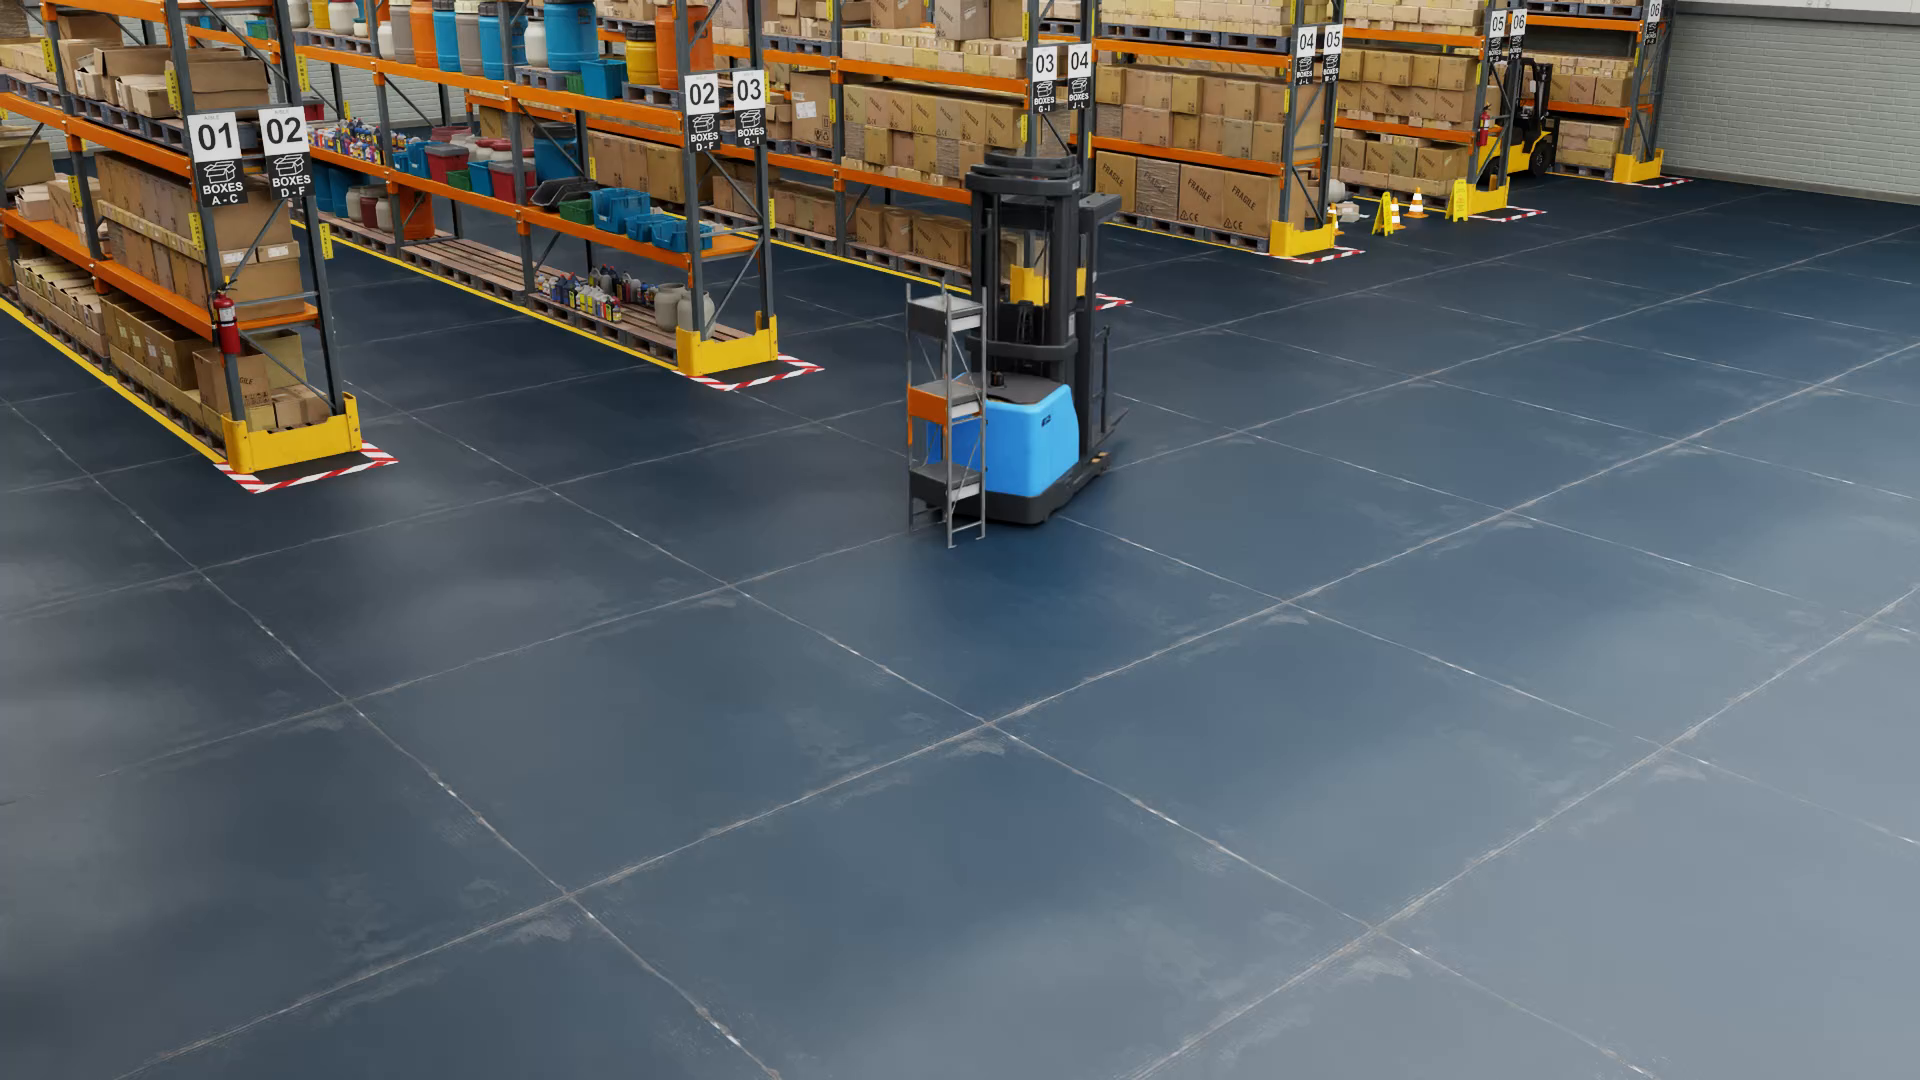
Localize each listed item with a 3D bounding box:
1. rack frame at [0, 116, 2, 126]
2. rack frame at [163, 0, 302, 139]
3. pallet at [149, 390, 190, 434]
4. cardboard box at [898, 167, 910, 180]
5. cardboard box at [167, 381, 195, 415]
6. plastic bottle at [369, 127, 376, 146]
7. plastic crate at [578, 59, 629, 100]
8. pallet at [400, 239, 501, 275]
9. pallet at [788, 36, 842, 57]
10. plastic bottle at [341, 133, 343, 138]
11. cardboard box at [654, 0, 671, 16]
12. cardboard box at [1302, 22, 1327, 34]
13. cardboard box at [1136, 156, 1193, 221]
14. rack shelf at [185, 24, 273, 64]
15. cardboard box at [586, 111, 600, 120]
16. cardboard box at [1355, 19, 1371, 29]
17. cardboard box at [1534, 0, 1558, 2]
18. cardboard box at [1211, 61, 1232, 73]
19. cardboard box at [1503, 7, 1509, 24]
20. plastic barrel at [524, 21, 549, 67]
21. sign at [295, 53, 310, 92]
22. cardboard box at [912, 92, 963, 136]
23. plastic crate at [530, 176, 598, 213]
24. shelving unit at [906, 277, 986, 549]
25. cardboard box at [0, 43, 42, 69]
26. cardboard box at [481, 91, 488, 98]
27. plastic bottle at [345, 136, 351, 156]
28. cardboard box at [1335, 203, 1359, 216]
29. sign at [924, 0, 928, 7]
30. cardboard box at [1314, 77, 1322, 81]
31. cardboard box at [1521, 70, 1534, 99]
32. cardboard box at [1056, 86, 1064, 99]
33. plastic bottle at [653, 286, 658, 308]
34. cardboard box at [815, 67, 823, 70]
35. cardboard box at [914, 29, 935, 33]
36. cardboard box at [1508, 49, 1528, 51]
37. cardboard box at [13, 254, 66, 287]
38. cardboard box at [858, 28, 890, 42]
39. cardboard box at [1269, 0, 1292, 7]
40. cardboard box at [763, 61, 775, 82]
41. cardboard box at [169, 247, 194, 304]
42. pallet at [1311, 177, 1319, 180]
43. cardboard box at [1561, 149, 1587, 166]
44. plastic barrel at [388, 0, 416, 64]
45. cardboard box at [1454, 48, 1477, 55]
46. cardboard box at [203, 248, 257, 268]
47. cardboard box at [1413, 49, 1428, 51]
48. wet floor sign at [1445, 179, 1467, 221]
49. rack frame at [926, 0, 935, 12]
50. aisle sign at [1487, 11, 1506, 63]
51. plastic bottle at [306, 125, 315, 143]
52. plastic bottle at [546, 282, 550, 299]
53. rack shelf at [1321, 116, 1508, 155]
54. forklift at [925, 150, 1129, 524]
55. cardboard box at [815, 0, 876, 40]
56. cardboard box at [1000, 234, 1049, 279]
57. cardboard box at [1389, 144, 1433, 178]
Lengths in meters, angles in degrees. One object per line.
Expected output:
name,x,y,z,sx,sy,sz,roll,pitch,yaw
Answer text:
rack frame,-14.110,-5.501,23.642,1.000,3.000,0.127,-17,27,-37
rack frame,-6.277,-4.979,14.083,1.000,3.000,0.127,-17,27,-37
pallet,-7.601,-1.426,17.060,1.003,0.211,1.213,-17,27,-37
cardboard box,-0.634,-5.061,22.862,0.380,0.149,0.250,-17,27,-37
cardboard box,-7.515,-1.452,16.498,0.500,0.250,0.500,-17,27,-37
plastic bottle,-9.046,-6.248,25.719,0.152,0.276,0.135,-17,27,-37
plastic crate,-3.995,-5.208,18.803,0.392,0.384,0.575,-17,27,-37
pallet,-7.268,-4.052,23.767,1.003,0.211,1.213,-17,27,-37
pallet,-1.704,-7.153,24.005,1.213,0.211,1.003,-17,27,-37
plastic bottle,-9.239,-5.948,24.944,0.061,0.283,0.133,-17,27,-37
cardboard box,-4.445,-8.545,26.583,0.797,0.503,0.637,-16,26,-34
cardboard box,5.072,-7.389,23.980,0.380,0.149,0.250,-17,27,-37
cardboard box,3.391,-5.568,26.152,0.875,0.875,0.875,-17,27,-37
rack shelf,-11.661,-8.293,27.645,1.077,0.370,4.000,-17,27,-37
cardboard box,-6.164,-7.580,28.812,0.500,0.500,0.500,-17,27,-37
cardboard box,6.919,-8.765,28.208,0.380,0.149,0.250,-18,28,-38
cardboard box,11.076,-10.313,30.961,0.797,0.503,0.637,-16,27,-36
cardboard box,4.994,-8.741,30.794,0.500,0.500,0.500,-16,27,-36
cardboard box,8.611,-8.570,27.162,0.500,0.250,0.500,-18,28,-38
plastic barrel,-5.001,-5.947,19.940,0.421,0.512,0.421,0,21,0
sign,-5.853,-4.157,14.790,0.100,0.325,0.005,-17,27,-37
cardboard box,-0.292,-5.702,22.240,0.500,0.500,0.500,-17,27,-37
plastic crate,-4.888,-4.265,20.572,0.767,0.338,0.504,-17,27,-37
shelving unit,-0.111,-1.018,13.427,0.431,2.100,0.503,-18,28,-39
cardboard box,-11.161,-5.806,19.938,0.500,0.250,0.500,20,29,41
cardboard box,-8.897,-8.529,31.716,0.380,0.149,0.250,-18,28,-39
plastic bottle,-9.078,-5.846,24.682,0.061,0.283,0.133,-17,27,-37
cardboard box,6.352,-5.456,27.435,0.380,0.149,0.250,-4,22,-10
sign,-0.581,-9.415,28.813,0.100,0.325,0.005,-17,27,-37
cardboard box,6.548,-7.871,29.148,0.500,0.500,0.500,-18,27,-38
cardboard box,10.972,-8.628,31.489,0.500,0.500,0.500,-17,27,-37
cardboard box,1.776,-7.590,27.468,0.700,0.500,0.500,-18,28,-38
plastic bottle,-3.694,-2.968,20.313,0.097,0.271,0.097,0,21,0
cardboard box,-2.519,-9.001,31.532,0.380,0.149,0.250,-17,27,-37
cardboard box,-0.416,-6.925,22.824,0.380,0.149,0.250,-18,28,-39
cardboard box,10.848,-9.457,32.308,0.380,0.149,0.250,-18,28,-38
cardboard box,-11.380,-3.358,20.595,0.500,0.311,0.500,-16,27,-36
cardboard box,-1.177,-6.940,22.862,0.380,0.149,0.250,-19,28,-40
cardboard box,4.576,-7.601,23.429,0.380,0.149,0.250,-17,27,-37
cardboard box,-3.648,-9.406,33.068,0.500,0.500,0.500,-18,28,-39
cardboard box,-7.239,-2.647,16.217,0.700,0.500,0.500,-17,27,-37
pallet,6.591,-6.532,30.097,1.003,0.211,1.213,-17,27,-37
cardboard box,11.632,-7.194,31.159,0.500,0.250,0.500,-17,27,-37
plastic barrel,-7.373,-6.926,22.479,0.600,0.901,0.600,0,21,0
cardboard box,9.868,-9.518,32.464,0.380,0.149,0.250,-17,27,-36
cardboard box,-6.671,-2.594,15.195,0.380,0.149,0.250,-18,28,-38
cardboard box,9.337,-9.908,33.867,0.380,0.149,0.250,-18,28,-38
wet floor sign,8.051,-5.499,26.864,0.267,0.644,0.232,-8,23,-19
rack frame,-0.169,-10.699,28.688,1.000,3.000,0.127,-17,27,-37
aisle sign,8.558,-8.026,26.525,0.394,0.787,0.004,-17,27,-37
plastic bottle,-10.103,-6.302,25.857,0.152,0.276,0.135,-17,27,-37
plastic bottle,-5.125,-3.122,20.802,0.097,0.201,0.097,0,21,0
rack shelf,7.432,-7.120,28.761,1.077,0.370,4.000,-17,27,-37
forklift,0.756,-1.999,14.796,1.130,2.935,3.031,9,23,22
cardboard box,-1.613,-7.442,23.767,0.797,0.503,0.637,-19,28,-40
cardboard box,0.835,-3.751,22.026,0.500,0.500,0.500,-12,24,-28
cardboard box,7.674,-6.469,28.280,0.500,0.500,0.500,-16,27,-36
